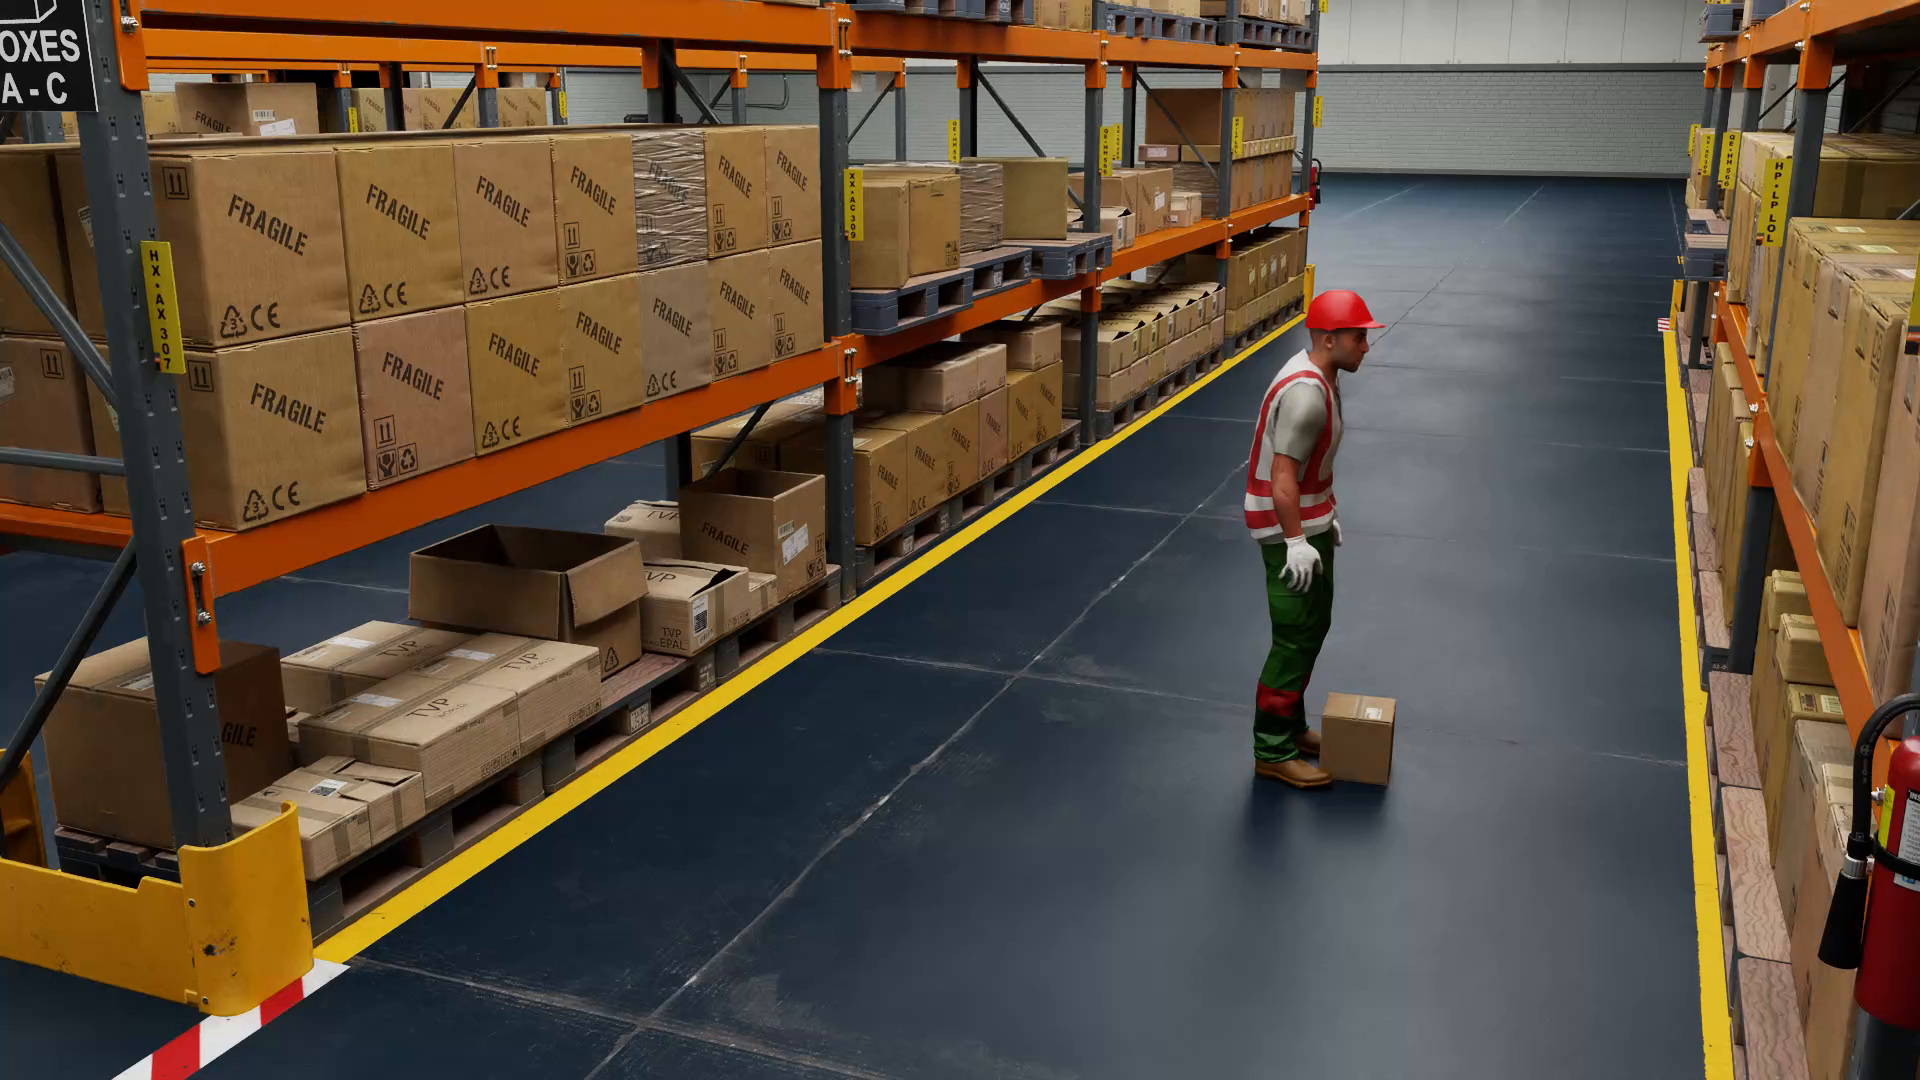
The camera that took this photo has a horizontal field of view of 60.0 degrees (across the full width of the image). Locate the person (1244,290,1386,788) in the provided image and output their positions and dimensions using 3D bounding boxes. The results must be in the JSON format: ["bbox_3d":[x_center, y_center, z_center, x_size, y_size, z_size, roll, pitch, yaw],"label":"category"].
[{"bbox_3d":[1.270,-0.021,6.068,0.453,1.779,0.608,6,16,21],"label":"person"}]
